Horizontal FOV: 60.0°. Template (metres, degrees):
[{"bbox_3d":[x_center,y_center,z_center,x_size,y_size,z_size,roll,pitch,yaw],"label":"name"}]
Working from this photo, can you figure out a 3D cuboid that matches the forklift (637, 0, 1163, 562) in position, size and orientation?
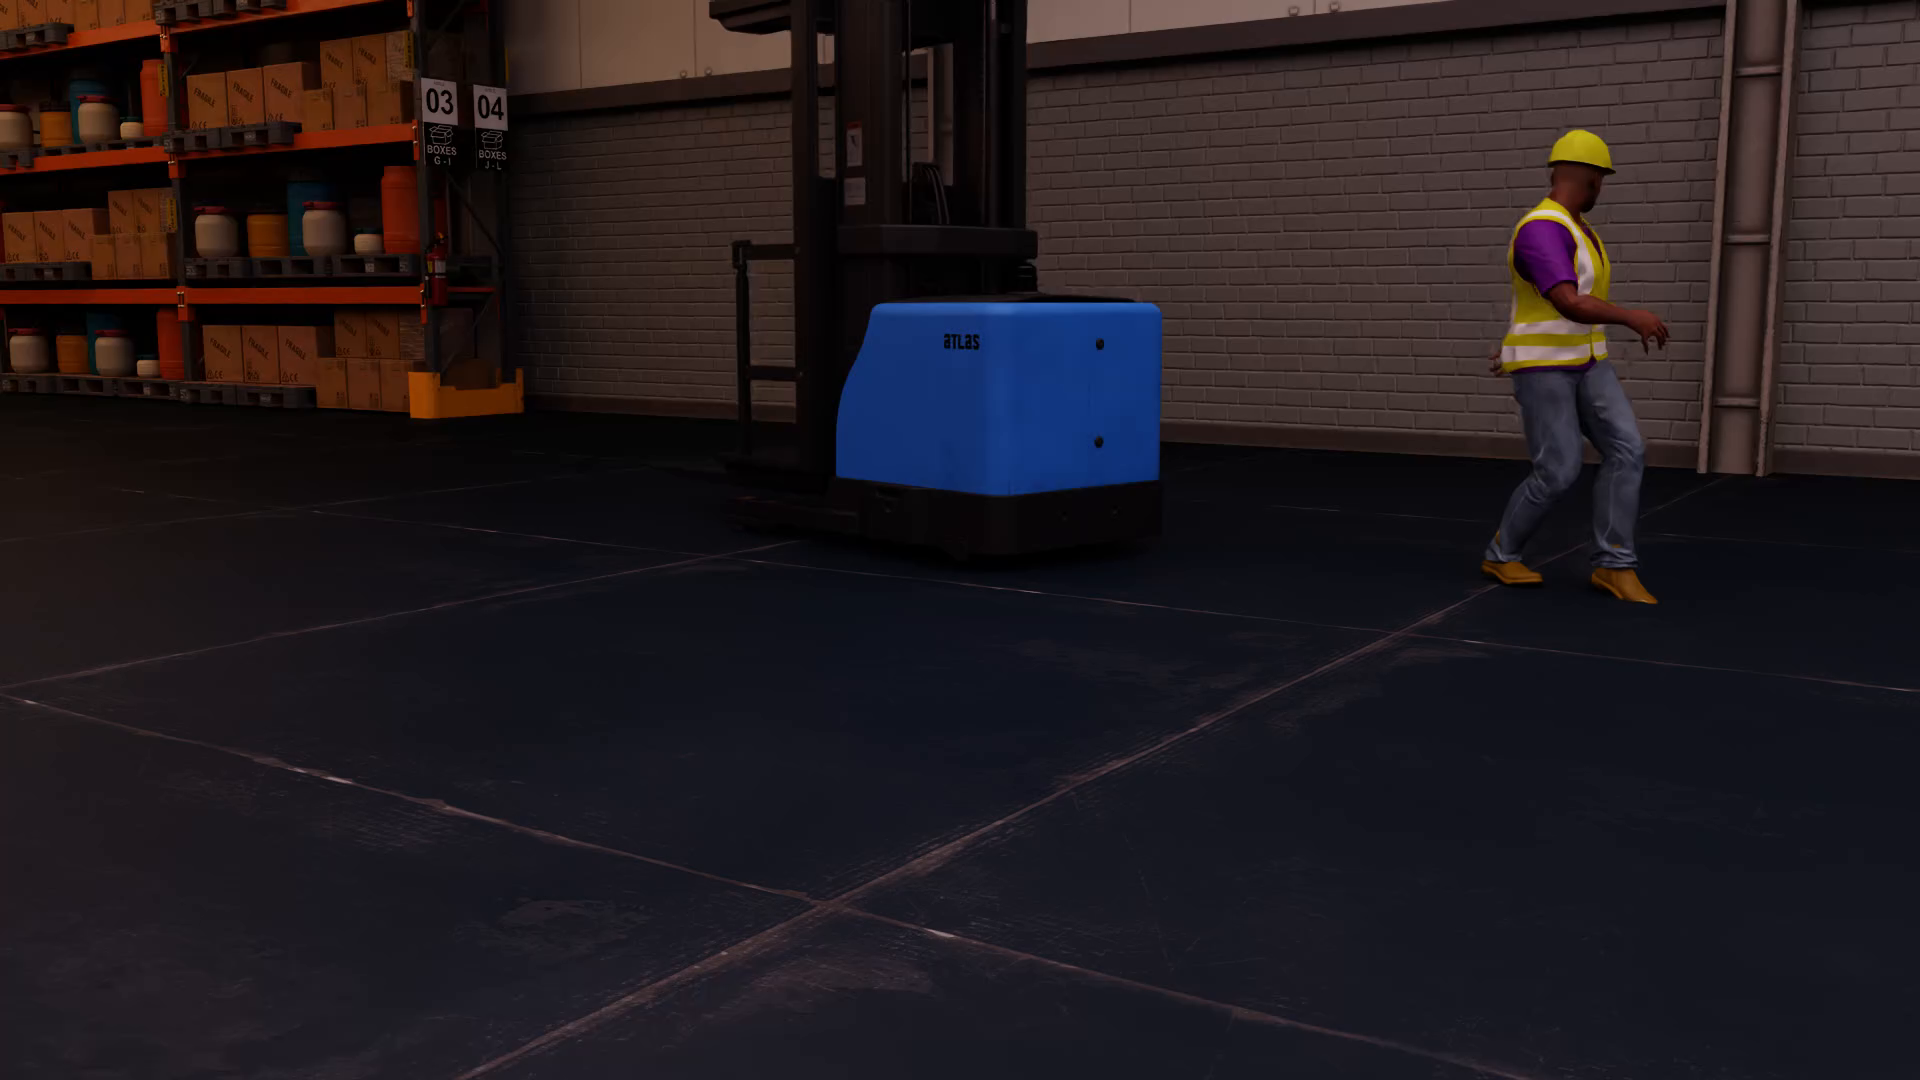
[{"bbox_3d":[-0.474,-1.519,7.871,1.130,2.935,3.031,-7,11,-42],"label":"forklift"}]

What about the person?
[{"bbox_3d":[2.243,-0.638,6.224,0.613,1.746,0.911,-6,10,-38],"label":"person"}]
